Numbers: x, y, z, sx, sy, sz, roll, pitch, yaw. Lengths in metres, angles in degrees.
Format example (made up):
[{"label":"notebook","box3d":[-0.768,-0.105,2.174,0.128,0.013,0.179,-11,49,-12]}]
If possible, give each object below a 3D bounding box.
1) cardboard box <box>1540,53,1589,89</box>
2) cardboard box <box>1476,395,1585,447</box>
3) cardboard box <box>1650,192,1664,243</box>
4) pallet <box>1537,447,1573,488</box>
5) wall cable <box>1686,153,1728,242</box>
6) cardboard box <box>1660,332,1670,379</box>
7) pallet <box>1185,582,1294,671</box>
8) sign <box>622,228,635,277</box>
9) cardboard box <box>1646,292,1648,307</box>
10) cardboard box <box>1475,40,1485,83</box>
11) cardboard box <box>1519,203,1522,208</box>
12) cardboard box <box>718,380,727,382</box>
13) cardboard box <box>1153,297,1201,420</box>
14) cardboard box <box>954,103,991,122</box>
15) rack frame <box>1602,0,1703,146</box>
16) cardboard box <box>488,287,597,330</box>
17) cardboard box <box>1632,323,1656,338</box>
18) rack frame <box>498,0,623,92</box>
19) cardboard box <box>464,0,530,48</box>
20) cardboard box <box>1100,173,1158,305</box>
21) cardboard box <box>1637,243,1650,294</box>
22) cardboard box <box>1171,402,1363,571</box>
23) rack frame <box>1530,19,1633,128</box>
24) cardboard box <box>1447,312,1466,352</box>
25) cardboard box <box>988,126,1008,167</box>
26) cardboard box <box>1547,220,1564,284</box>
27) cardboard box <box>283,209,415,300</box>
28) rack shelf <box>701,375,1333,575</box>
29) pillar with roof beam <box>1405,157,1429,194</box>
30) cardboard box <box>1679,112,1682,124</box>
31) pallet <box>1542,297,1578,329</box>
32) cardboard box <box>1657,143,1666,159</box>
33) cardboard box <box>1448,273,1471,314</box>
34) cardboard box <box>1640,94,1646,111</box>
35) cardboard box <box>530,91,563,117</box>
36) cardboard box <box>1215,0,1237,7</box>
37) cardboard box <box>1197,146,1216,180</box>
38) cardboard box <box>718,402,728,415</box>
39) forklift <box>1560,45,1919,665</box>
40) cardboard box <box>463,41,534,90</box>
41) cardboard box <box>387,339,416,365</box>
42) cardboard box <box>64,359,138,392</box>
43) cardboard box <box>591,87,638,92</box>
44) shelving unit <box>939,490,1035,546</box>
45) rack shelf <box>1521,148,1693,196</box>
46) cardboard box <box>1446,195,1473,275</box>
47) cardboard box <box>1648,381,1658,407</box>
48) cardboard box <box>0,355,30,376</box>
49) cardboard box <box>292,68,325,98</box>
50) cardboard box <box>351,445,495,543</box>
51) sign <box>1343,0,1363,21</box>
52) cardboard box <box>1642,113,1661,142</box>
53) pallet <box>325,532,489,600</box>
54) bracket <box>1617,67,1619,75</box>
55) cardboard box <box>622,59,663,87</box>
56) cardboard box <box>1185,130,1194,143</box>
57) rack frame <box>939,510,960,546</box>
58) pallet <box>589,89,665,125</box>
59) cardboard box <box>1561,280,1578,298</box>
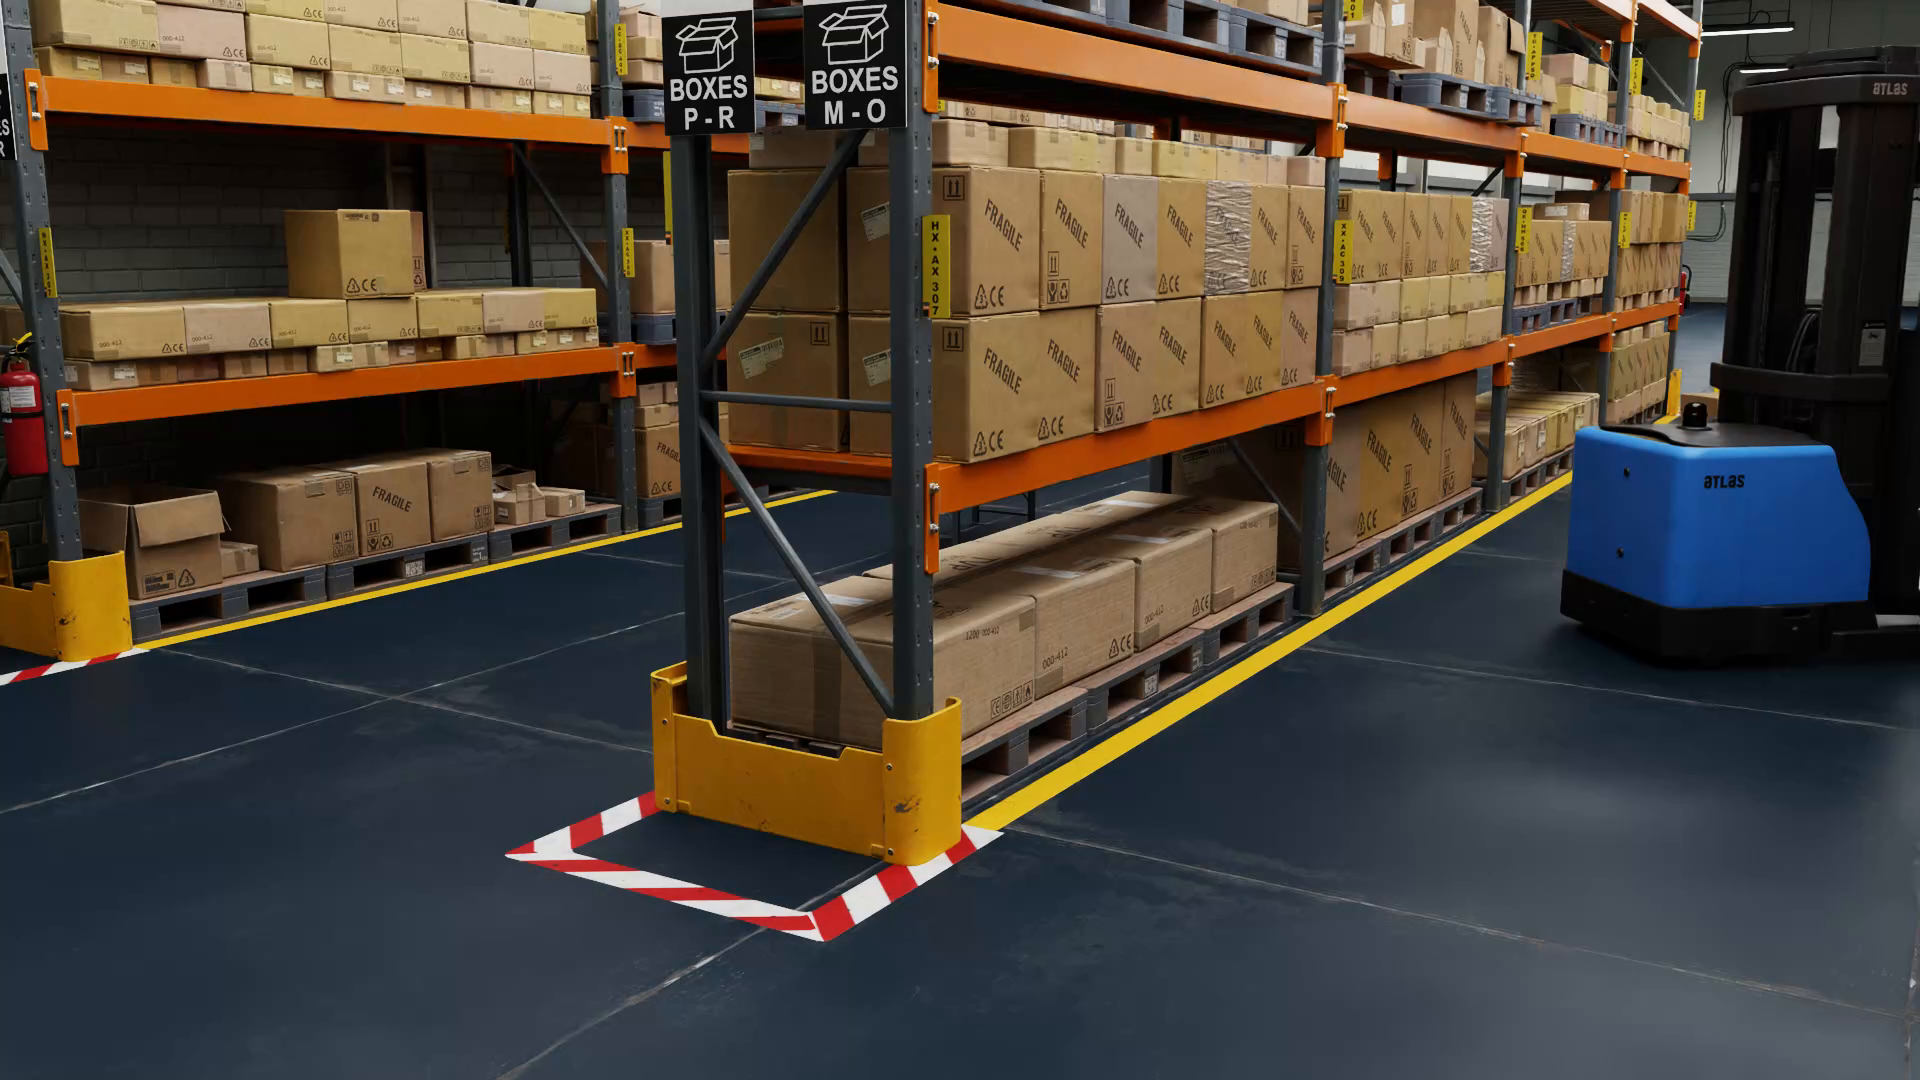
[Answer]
[{"label":"cardboard box","box3d":[4.980,-3.941,14.026,0.500,0.250,0.500,7,12,32]},{"label":"cardboard box","box3d":[5.042,-1.073,14.948,0.950,0.372,0.625,7,13,34]},{"label":"cardboard box","box3d":[6.664,-3.244,16.749,0.700,0.500,0.500,6,12,29]},{"label":"pallet","box3d":[4.647,-0.668,14.366,1.003,0.211,1.213,6,12,31]},{"label":"wall cable","box3d":[20.618,-9.911,48.294,3.097,2.526,0.112,6,12,31]},{"label":"cardboard box","box3d":[7.566,-2.056,18.492,0.500,0.500,0.500,6,12,31]},{"label":"pallet","box3d":[1.068,0.387,8.730,1.003,0.211,1.213,6,12,31]},{"label":"sign","box3d":[-2.247,-1.945,11.252,0.100,0.325,0.005,6,12,31]},{"label":"cardboard box","box3d":[6.899,-2.492,17.213,0.380,0.149,0.250,6,12,30]},{"label":"cardboard box","box3d":[3.190,-3.090,10.795,0.396,0.266,0.258,6,12,29]},{"label":"cardboard box","box3d":[4.660,-2.854,14.478,0.380,0.149,0.250,7,13,34]},{"label":"cardboard box","box3d":[-1.801,-1.235,13.701,0.380,0.149,0.250,6,12,31]},{"label":"cardboard box","box3d":[0.711,-0.805,7.246,0.500,0.500,0.500,7,13,33]},{"label":"cardboard box","box3d":[-0.054,-4.069,15.114,0.500,0.500,0.500,7,12,31]},{"label":"rack frame","box3d":[7.759,-5.932,18.601,1.000,3.000,0.127,6,12,31]},{"label":"cardboard box","box3d":[-2.771,-1.539,11.036,0.500,0.250,0.500,7,13,32]},{"label":"cardboard box","box3d":[7.162,-2.230,17.660,0.380,0.149,0.250,7,13,33]},{"label":"rack frame","box3d":[-2.715,-4.519,11.050,1.000,3.000,0.127,6,12,31]},{"label":"cardboard box","box3d":[-3.027,-3.179,10.289,0.500,0.250,0.500,6,12,30]},{"label":"cardboard box","box3d":[0.468,-1.220,6.743,0.500,0.500,0.500,6,12,30]},{"label":"cardboard box","box3d":[6.662,-2.751,16.832,0.500,0.500,0.500,6,12,30]},{"label":"cardboard box","box3d":[1.783,-0.363,9.791,0.875,0.875,0.875,7,13,32]},{"label":"rack frame","box3d":[5.683,-5.303,15.241,1.000,3.000,0.127,6,12,31]},{"label":"cardboard box","box3d":[3.038,-1.388,11.037,0.500,0.250,0.500,6,12,30]},{"label":"cardboard box","box3d":[-0.051,-1.404,5.965,0.380,0.149,0.250,7,13,32]},{"label":"cardboard box","box3d":[4.572,-2.342,13.508,0.500,0.500,0.500,7,12,32]},{"label":"cardboard box","box3d":[-3.547,-1.663,9.663,0.500,0.500,0.500,7,13,32]},{"label":"rack shelf","box3d":[0.491,-0.428,7.458,1.077,0.370,4.000,6,12,31]},{"label":"pillar with roof beam","box3d":[12.293,-7.858,28.890,9.100,9.000,0.548,6,12,31]},{"label":"cardboard box","box3d":[7.669,-4.608,18.195,0.380,0.149,0.250,7,12,32]},{"label":"pallet","box3d":[4.599,-1.946,14.134,1.003,0.211,1.213,6,12,31]},{"label":"cardboard box","box3d":[7.054,-4.006,17.145,0.380,0.149,0.250,6,12,30]},{"label":"cardboard box","box3d":[3.060,-1.633,10.991,0.500,0.250,0.500,6,12,29]},{"label":"cardboard box","box3d":[6.380,-4.200,16.015,0.380,0.149,0.250,6,12,29]},{"label":"cardboard box","box3d":[-2.779,-2.798,10.692,0.380,0.149,0.250,6,12,31]},{"label":"cardboard box","box3d":[0.857,-2.662,7.590,0.797,0.503,0.637,8,13,35]},{"label":"cardboard box","box3d":[0.924,-1.682,7.449,0.380,0.149,0.250,6,12,29]},{"label":"cardboard box","box3d":[-1.969,-1.034,12.630,0.380,0.149,0.250,6,12,30]},{"label":"forklift","box3d":[4.774,-0.948,8.466,3.031,2.935,1.130,-2,11,-10]},{"label":"cardboard box","box3d":[-3.012,-2.934,10.337,0.500,0.250,0.500,6,12,29]},{"label":"cardboard box","box3d":[-3.481,-1.131,9.941,0.380,0.149,0.250,6,12,31]},{"label":"cardboard box","box3d":[-4.386,-0.843,8.401,0.380,0.149,0.250,6,12,30]},{"label":"cardboard box","box3d":[-2.510,-3.272,11.812,0.380,0.149,0.250,7,13,32]},{"label":"shelving unit","box3d":[0.044,-0.751,11.302,0.538,1.500,1.048,6,12,31]},{"label":"rack shelf","box3d":[6.721,-3.790,17.263,1.077,0.370,4.000,6,12,31]},{"label":"cardboard box","box3d":[3.038,-2.001,10.914,0.500,0.500,0.500,6,12,31]},{"label":"cardboard box","box3d":[7.294,-1.605,18.120,0.500,0.250,0.500,6,12,31]},{"label":"cardboard box","box3d":[-4.849,-0.895,8.680,0.380,0.149,0.250,6,12,30]},{"label":"cardboard box","box3d":[-3.743,-2.518,9.198,0.380,0.149,0.250,6,12,30]},{"label":"cardboard box","box3d":[-3.377,-0.300,10.469,0.700,0.500,0.500,6,12,29]},{"label":"sign","box3d":[2.004,-2.811,8.459,0.100,0.325,0.005,6,12,31]},{"label":"cardboard box","box3d":[6.676,-4.104,16.585,0.500,0.250,0.500,7,12,31]},{"label":"pallet","box3d":[-3.705,0.102,10.253,1.003,0.211,1.213,6,12,31]},{"label":"bracket","box3d":[18.047,-12.771,45.347,0.235,0.232,0.430,6,12,31]},{"label":"cardboard box","box3d":[-2.220,-3.185,11.349,0.380,0.149,0.250,7,12,32]},{"label":"cardboard box","box3d":[2.469,-4.696,19.103,0.396,0.266,0.258,6,12,29]},{"label":"rack frame","box3d":[-0.220,-0.671,10.875,0.500,1.500,0.032,6,12,31]},{"label":"pallet","box3d":[-2.316,-3.048,11.855,1.213,0.211,1.003,6,12,31]},{"label":"cardboard box","box3d":[5.110,-2.171,14.354,0.380,0.149,0.250,6,12,31]}]
